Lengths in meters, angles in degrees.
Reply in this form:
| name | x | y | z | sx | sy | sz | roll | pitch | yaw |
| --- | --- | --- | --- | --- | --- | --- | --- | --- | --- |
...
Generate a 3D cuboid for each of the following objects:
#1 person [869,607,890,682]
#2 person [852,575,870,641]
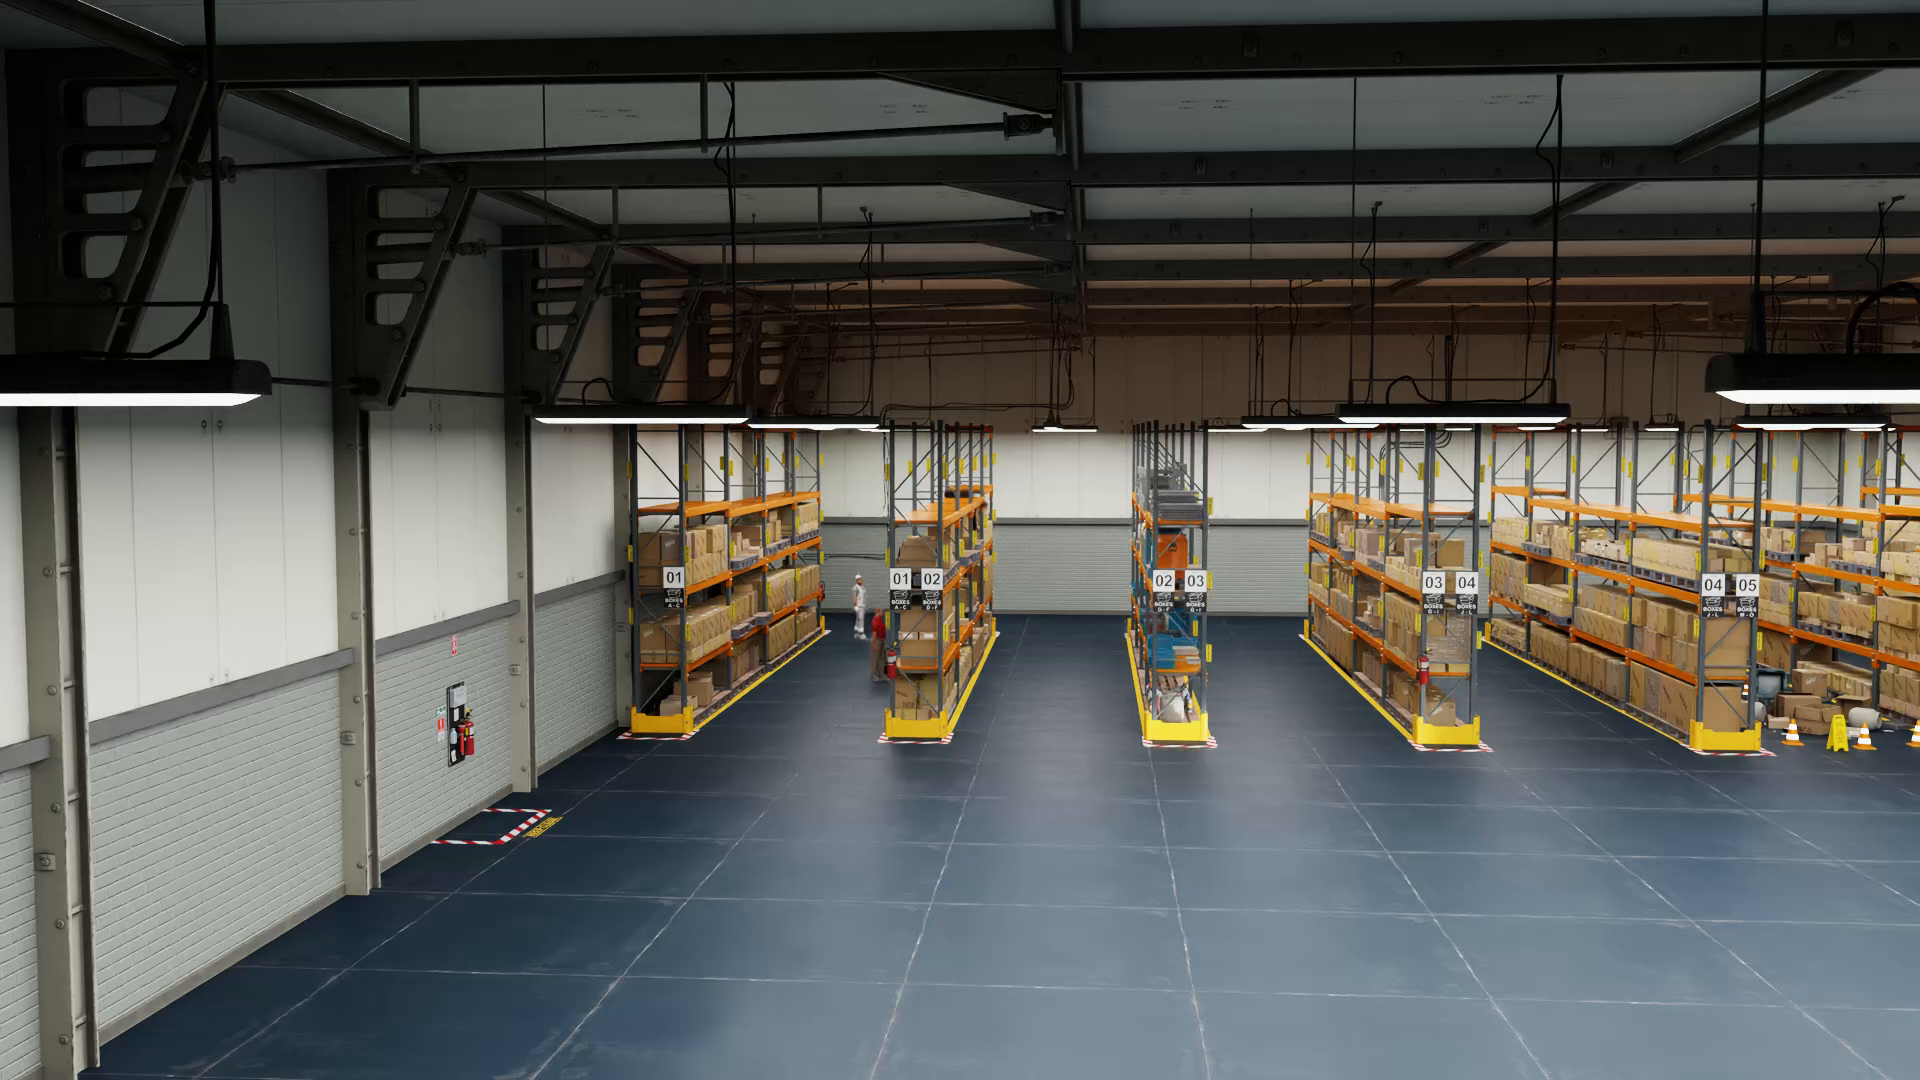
| name | x | y | z | sx | sy | sz | roll | pitch | yaw |
| --- | --- | --- | --- | --- | --- | --- | --- | --- | --- |
| person | -1.874 | 2.418 | 38.618 | 0.432 | 1.744 | 0.560 | 1 | 4 | 15 |
| person | -2.621 | 1.834 | 44.902 | 0.541 | 1.781 | 0.589 | 1 | 4 | 11 |
